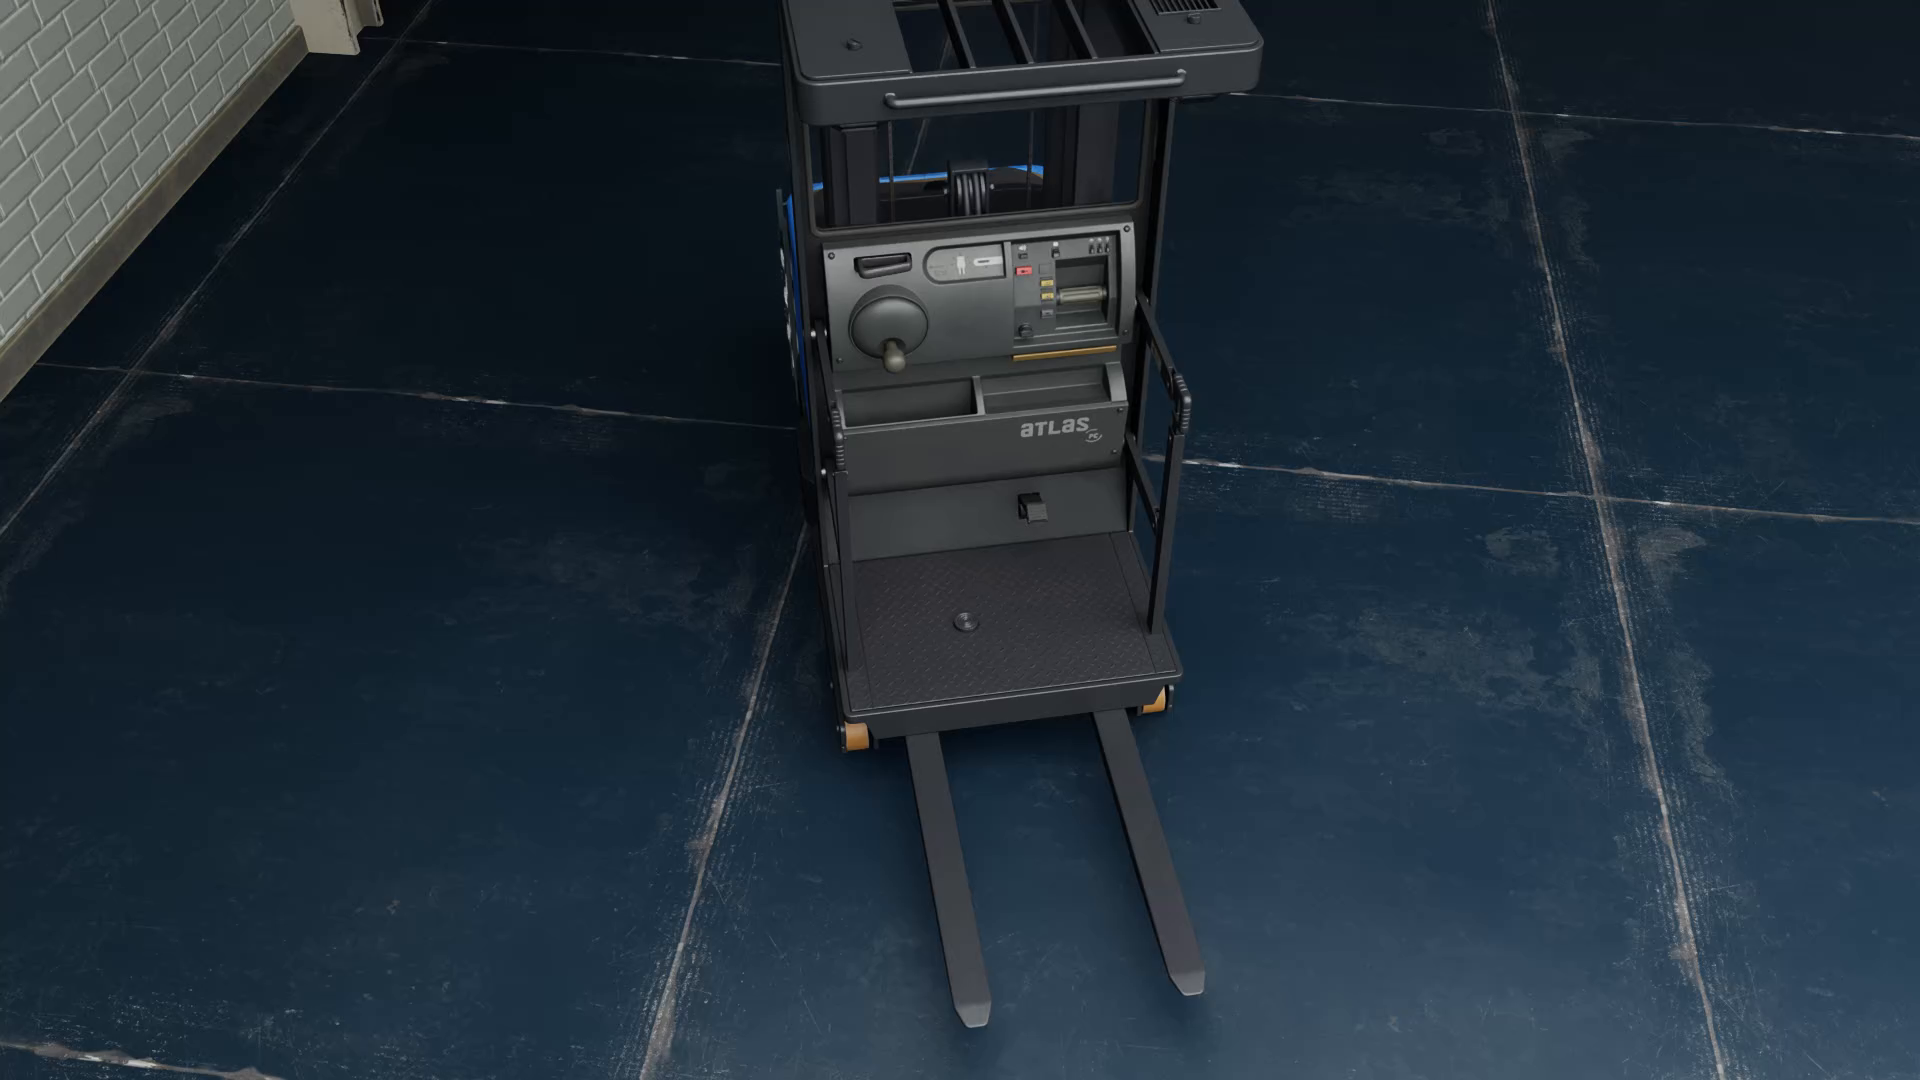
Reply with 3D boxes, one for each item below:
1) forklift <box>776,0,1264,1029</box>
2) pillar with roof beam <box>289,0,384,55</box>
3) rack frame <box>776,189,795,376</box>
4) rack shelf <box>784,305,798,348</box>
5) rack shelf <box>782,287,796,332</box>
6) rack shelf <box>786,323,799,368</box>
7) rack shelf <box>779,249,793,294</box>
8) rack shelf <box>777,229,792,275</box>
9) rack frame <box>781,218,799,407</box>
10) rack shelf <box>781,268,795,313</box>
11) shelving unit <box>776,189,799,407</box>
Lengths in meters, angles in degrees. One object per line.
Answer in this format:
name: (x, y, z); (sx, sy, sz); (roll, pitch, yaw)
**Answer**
forklift: (0.101, -0.639, 4.793); (1.130, 2.935, 3.031); (-6, 44, -7)
pillar with roof beam: (0.863, -5.659, 5.682); (9.100, 9.000, 0.400); (5, 44, 6)
rack frame: (-0.585, -1.027, 6.678); (0.240, 0.900, 0.006); (-7, 44, -7)
rack shelf: (-0.567, -0.869, 6.691); (0.258, 0.077, 0.200); (-7, 44, -7)
rack shelf: (-0.567, -0.934, 6.629); (0.258, 0.077, 0.200); (-7, 44, -7)
rack shelf: (-0.568, -0.804, 6.754); (0.258, 0.077, 0.200); (-7, 44, -7)
rack shelf: (-0.567, -1.063, 6.504); (0.258, 0.077, 0.200); (-7, 44, -7)
rack shelf: (-0.567, -1.128, 6.442); (0.258, 0.077, 0.200); (-7, 44, -7)
rack frame: (-0.549, -0.888, 6.534); (0.240, 0.900, 0.006); (-7, 44, -7)
rack shelf: (-0.567, -0.999, 6.566); (0.258, 0.077, 0.200); (-7, 44, -7)
shelving unit: (-0.567, -0.958, 6.606); (0.258, 0.900, 0.210); (-7, 44, -7)
